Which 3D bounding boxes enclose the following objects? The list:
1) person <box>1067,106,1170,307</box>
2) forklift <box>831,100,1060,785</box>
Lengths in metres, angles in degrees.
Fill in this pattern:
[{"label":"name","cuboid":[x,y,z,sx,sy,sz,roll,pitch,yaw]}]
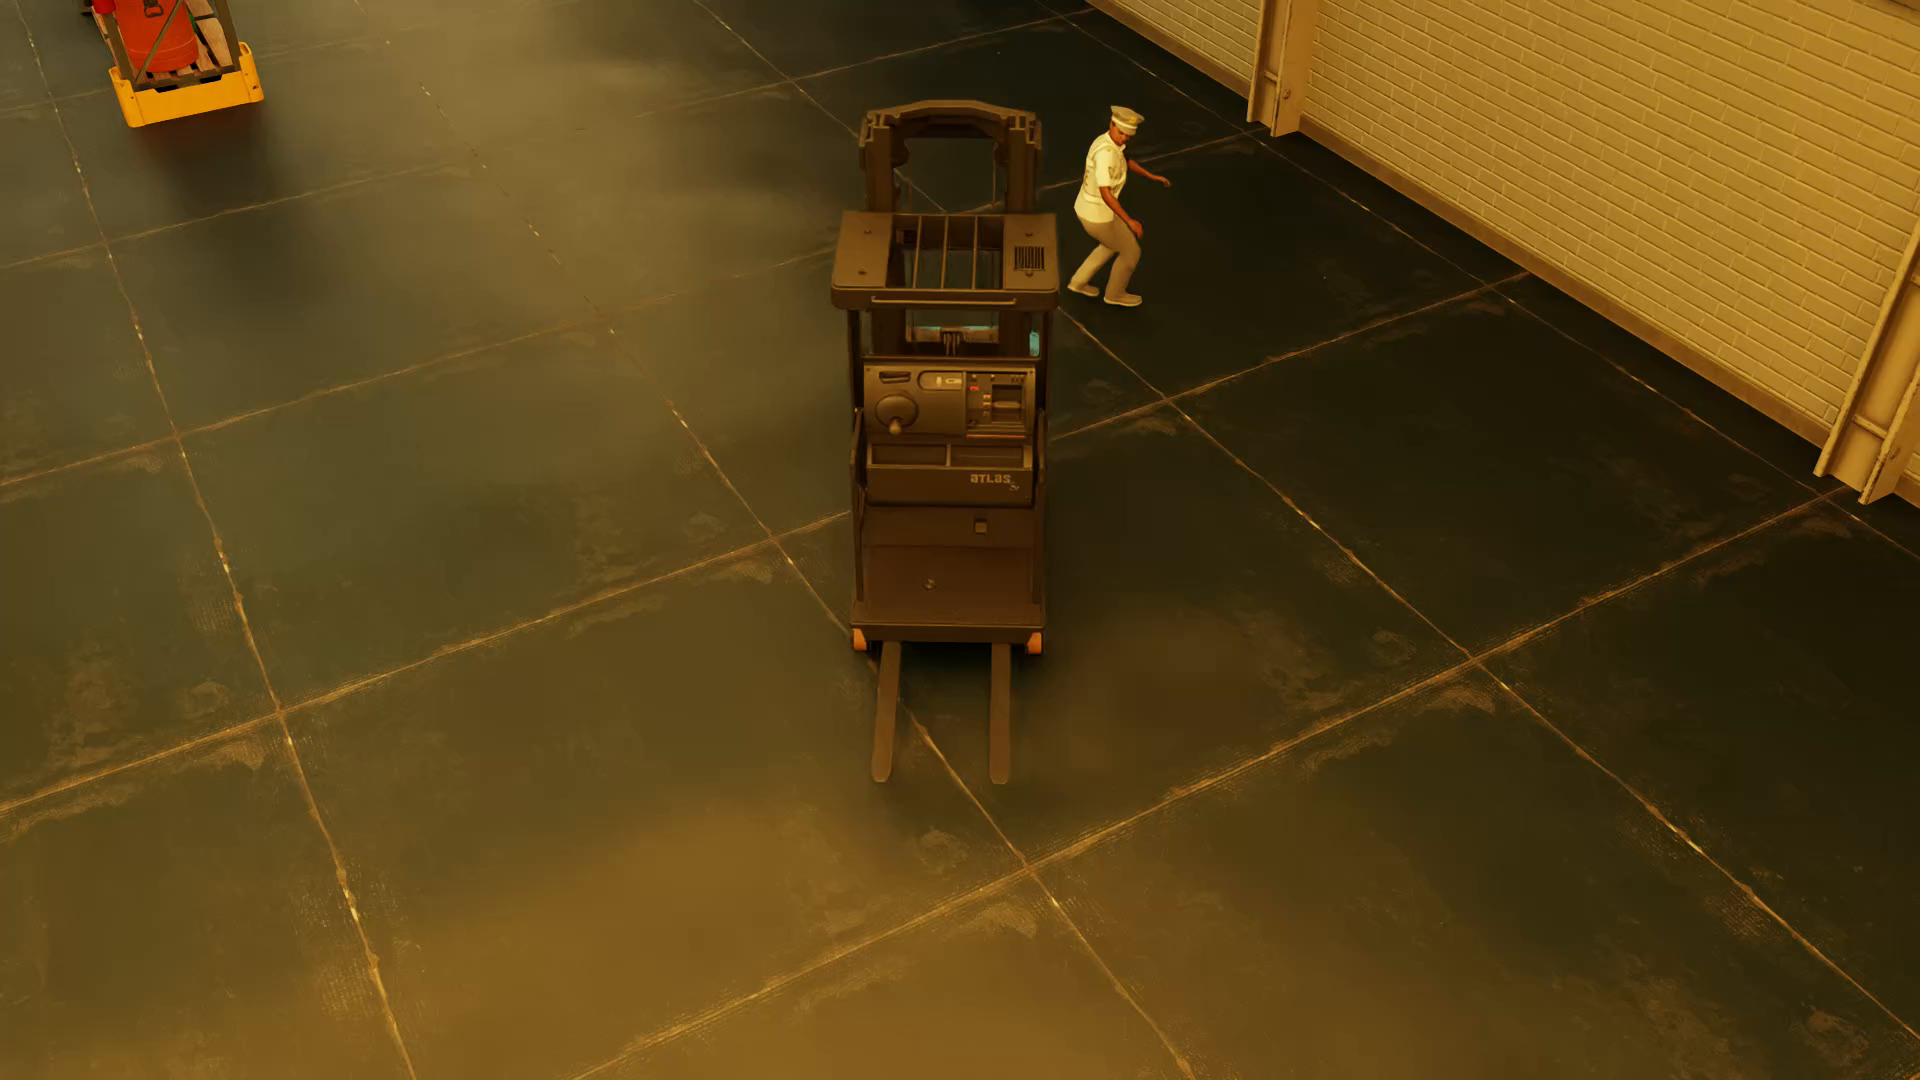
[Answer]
[{"label":"person","cuboid":[1.190,-2.362,11.955,0.725,1.567,0.760,-4,40,-5]},{"label":"forklift","cuboid":[-0.060,-0.682,8.859,1.130,2.935,3.031,1,40,1]}]
